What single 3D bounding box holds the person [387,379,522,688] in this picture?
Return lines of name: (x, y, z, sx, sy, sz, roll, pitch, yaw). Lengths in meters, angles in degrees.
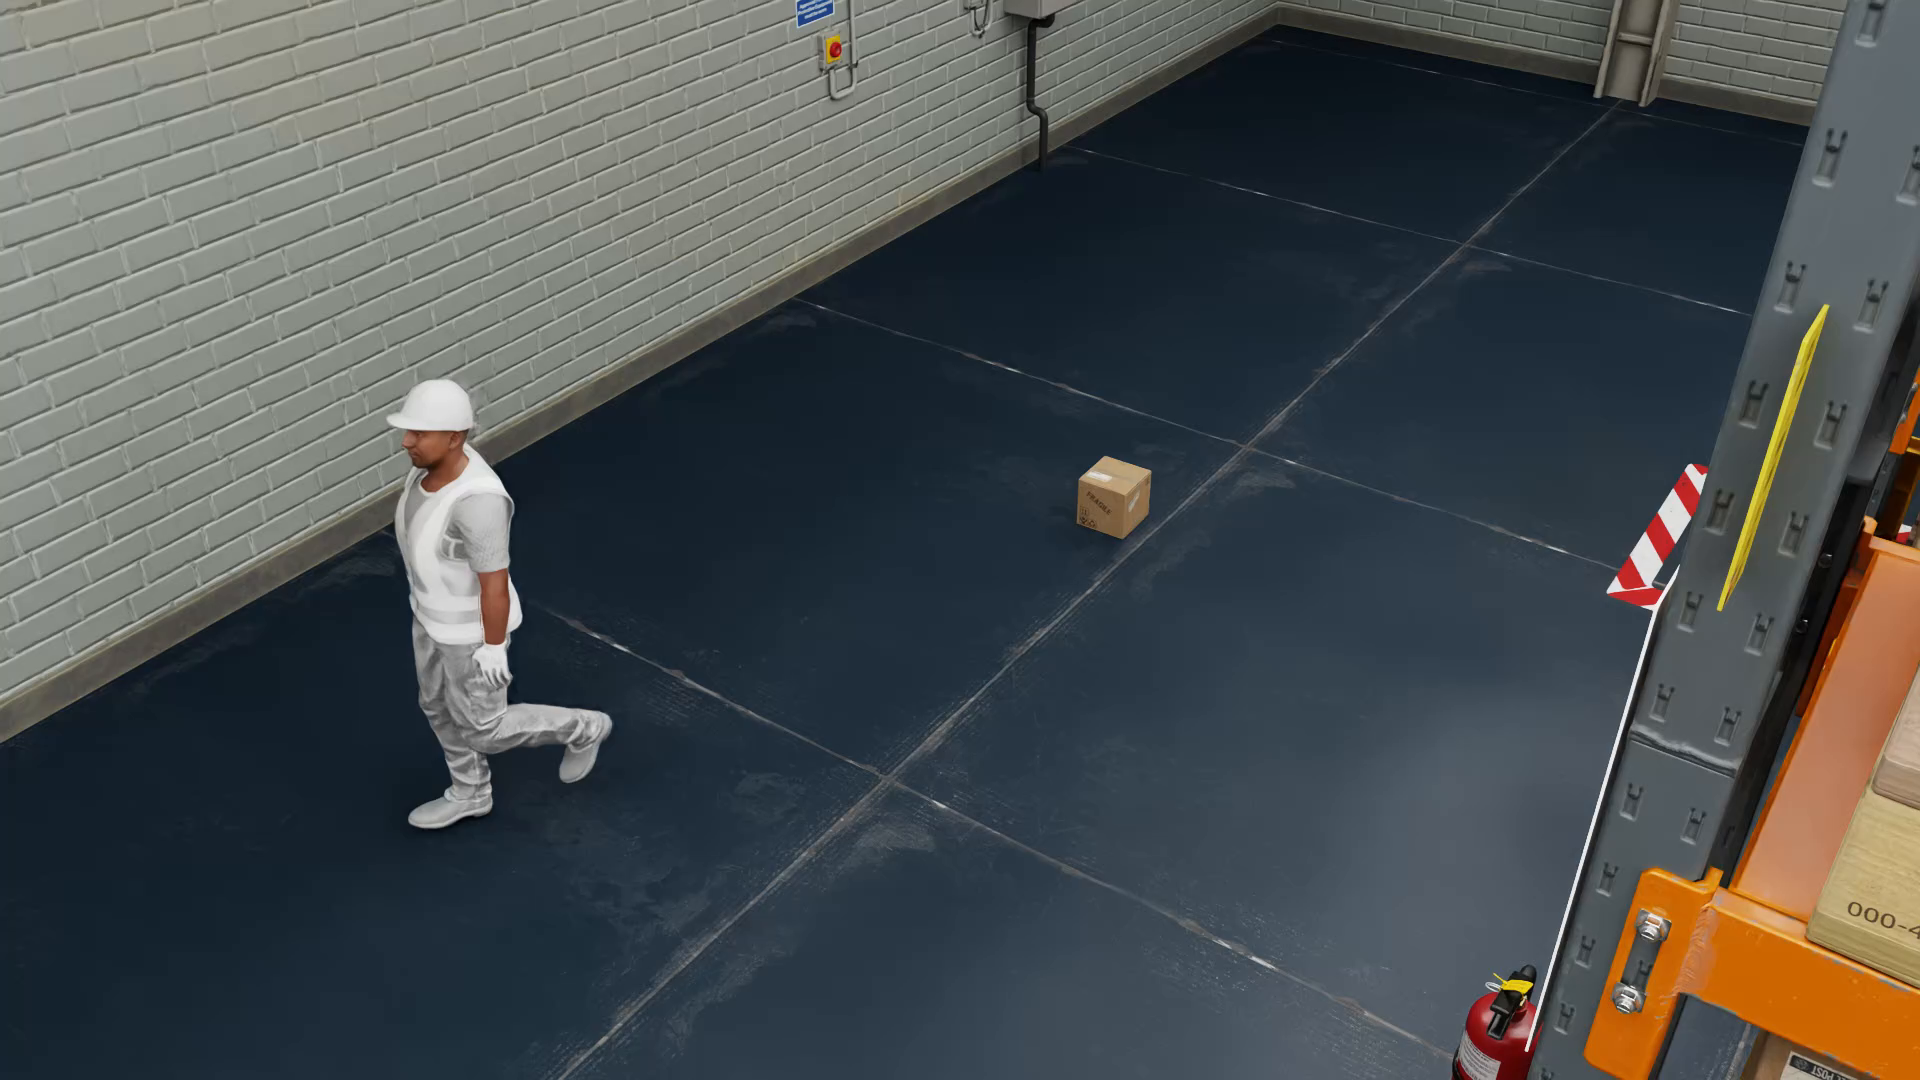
person: (-1.689, -0.027, 5.535, 0.349, 1.086, 0.556, -21, 40, -28)
